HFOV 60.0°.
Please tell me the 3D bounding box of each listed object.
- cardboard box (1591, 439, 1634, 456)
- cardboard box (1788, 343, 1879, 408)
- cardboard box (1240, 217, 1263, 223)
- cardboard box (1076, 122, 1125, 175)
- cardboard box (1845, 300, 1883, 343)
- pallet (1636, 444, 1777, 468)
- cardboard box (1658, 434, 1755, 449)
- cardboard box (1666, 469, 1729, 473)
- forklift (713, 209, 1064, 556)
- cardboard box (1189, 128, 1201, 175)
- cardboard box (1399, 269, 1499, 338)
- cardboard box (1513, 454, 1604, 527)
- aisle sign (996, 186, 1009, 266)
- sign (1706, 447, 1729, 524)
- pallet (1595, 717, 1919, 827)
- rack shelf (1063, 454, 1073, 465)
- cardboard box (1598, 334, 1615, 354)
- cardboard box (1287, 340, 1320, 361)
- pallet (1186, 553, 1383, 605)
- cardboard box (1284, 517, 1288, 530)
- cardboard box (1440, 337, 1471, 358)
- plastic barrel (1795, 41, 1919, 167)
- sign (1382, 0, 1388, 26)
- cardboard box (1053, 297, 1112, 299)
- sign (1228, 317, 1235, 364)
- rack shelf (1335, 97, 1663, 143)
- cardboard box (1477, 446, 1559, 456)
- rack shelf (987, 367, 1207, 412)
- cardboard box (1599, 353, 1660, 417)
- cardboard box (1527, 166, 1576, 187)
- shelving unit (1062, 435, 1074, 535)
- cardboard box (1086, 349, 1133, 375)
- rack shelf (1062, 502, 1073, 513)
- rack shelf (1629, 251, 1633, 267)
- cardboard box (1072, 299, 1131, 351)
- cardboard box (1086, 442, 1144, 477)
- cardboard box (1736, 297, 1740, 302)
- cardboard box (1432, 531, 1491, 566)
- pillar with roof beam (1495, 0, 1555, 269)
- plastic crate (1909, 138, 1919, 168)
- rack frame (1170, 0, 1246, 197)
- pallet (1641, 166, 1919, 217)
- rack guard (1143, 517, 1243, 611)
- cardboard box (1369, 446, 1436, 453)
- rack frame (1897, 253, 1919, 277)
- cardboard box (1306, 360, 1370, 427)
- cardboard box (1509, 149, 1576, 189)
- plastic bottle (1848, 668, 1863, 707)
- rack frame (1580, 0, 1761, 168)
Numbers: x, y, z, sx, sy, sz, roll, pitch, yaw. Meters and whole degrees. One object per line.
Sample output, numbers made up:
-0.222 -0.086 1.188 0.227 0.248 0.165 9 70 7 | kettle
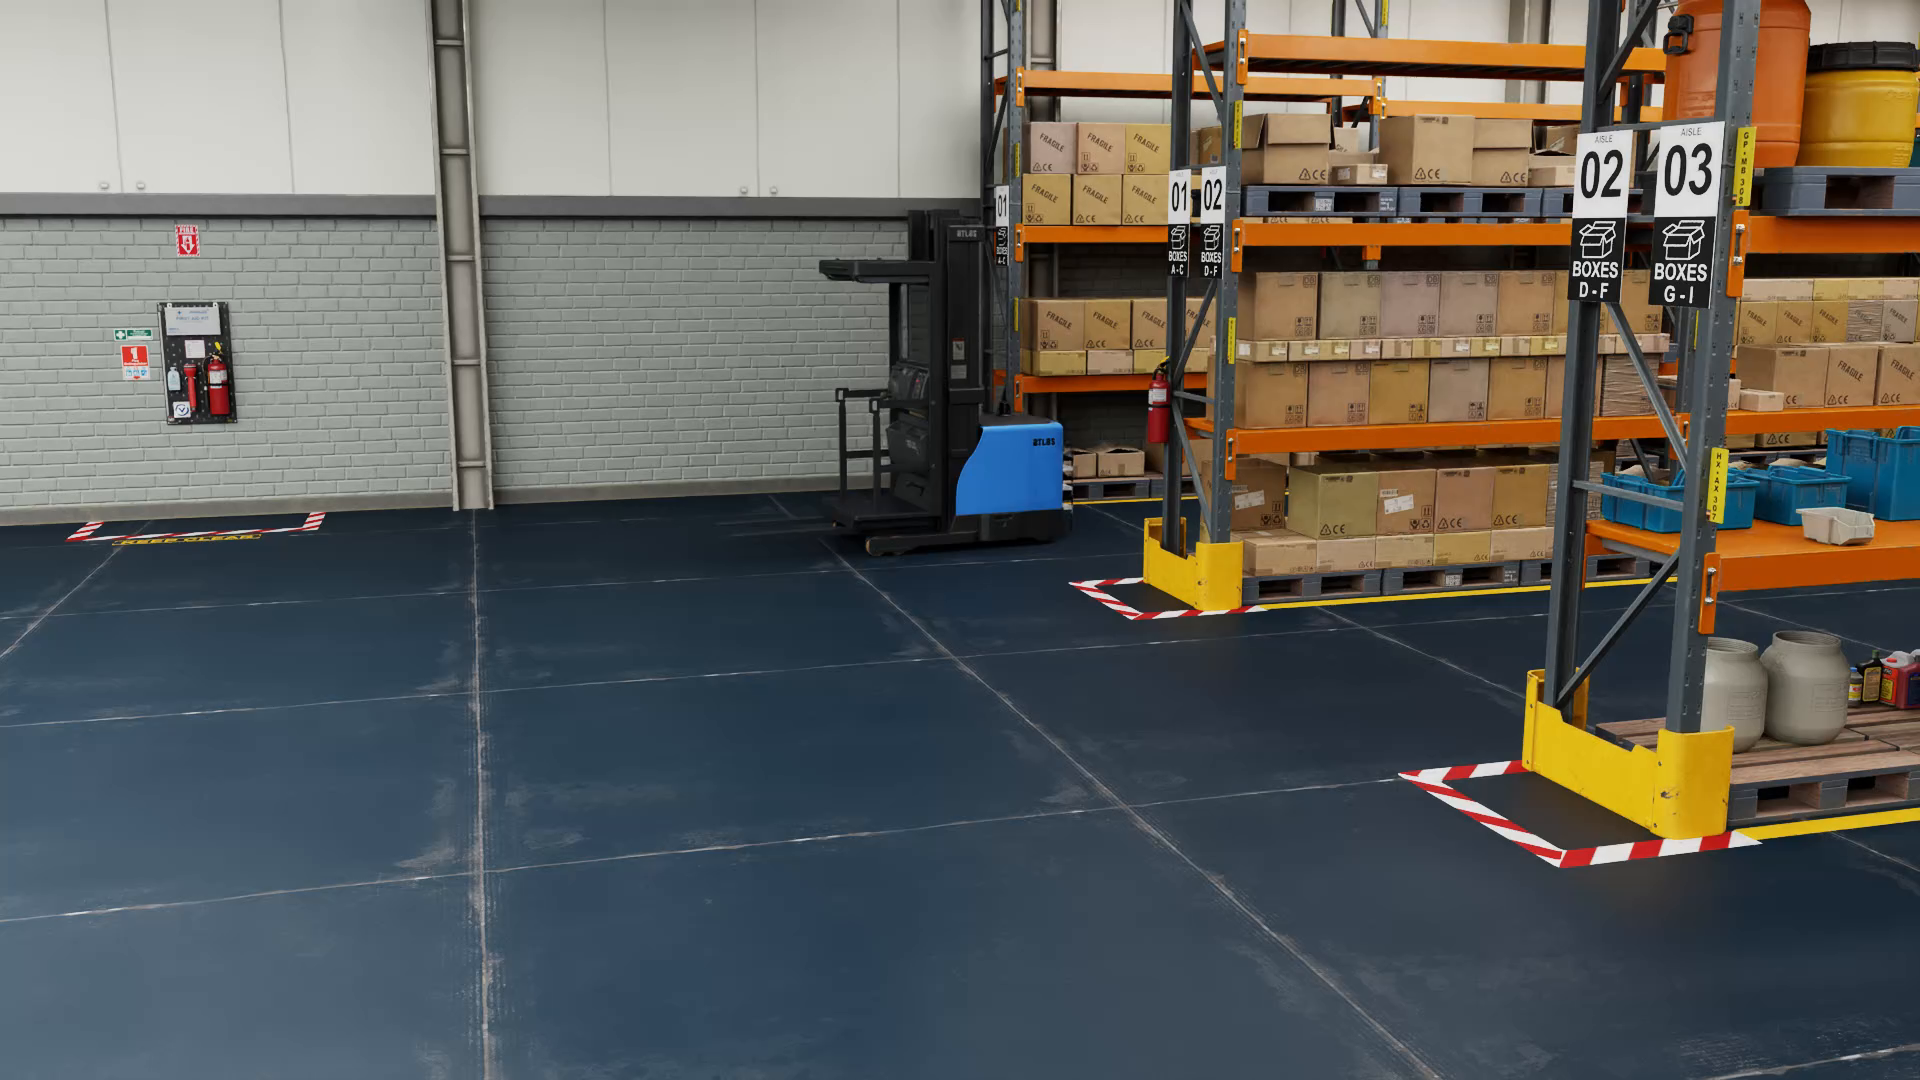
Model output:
7.412 -1.269 19.342 0.500 0.500 0.700 -3 11 -15 | cardboard box
7.365 -1.401 14.095 0.500 0.500 0.500 -3 11 -16 | cardboard box
2.822 -3.532 17.333 0.500 0.500 0.500 -3 11 -18 | cardboard box
1.341 -3.942 16.797 0.500 0.500 0.500 -3 11 -17 | cardboard box
10.585 -2.616 19.820 0.500 0.500 0.500 -3 11 -16 | cardboard box
8.867 -0.983 19.800 1.213 0.211 1.003 -3 11 -16 | pallet
8.832 -1.491 19.637 0.750 0.750 0.750 -3 11 -17 | cardboard box
6.443 -0.492 14.317 0.500 0.311 0.500 -3 11 -14 | cardboard box
-0.639 -1.408 14.598 3.031 2.935 1.130 -4 11 -21 | forklift
2.234 -4.090 17.602 0.500 0.500 0.500 -3 11 -16 | cardboard box
3.767 -1.851 12.958 0.500 0.500 0.700 -3 11 -16 | cardboard box
4.769 -0.402 13.309 0.500 0.500 0.500 -3 11 -16 | cardboard box
0.423 -3.145 16.665 0.004 0.787 0.394 -3 11 -16 | aisle sign
3.327 -0.240 7.303 0.005 0.325 0.100 -3 11 -16 | sign
4.018 1.119 8.384 1.213 0.211 1.003 -3 11 -16 | pallet
0.896 -0.738 15.261 0.200 0.077 0.258 -4 11 -21 | rack shelf
4.947 -1.555 13.141 0.250 0.149 0.380 -3 11 -18 | cardboard box
2.486 -1.426 12.439 0.250 0.149 0.380 -3 11 -17 | cardboard box
2.519 0.264 13.029 1.213 0.211 1.003 -3 11 -16 | pallet
2.705 -0.021 13.313 0.500 0.250 0.500 -3 11 -16 | cardboard box
3.709 -1.490 12.785 0.250 0.149 0.380 -3 11 -15 | cardboard box
4.236 -2.054 7.955 0.600 0.588 0.600 0 10 0 | plastic barrel
4.383 -5.478 17.151 0.005 0.325 0.100 -3 11 -16 | sign
1.287 -2.312 17.607 0.500 0.500 0.500 -3 11 -15 | cardboard box
1.946 -1.429 11.915 0.005 0.325 0.100 -3 11 -16 | sign
6.169 -4.626 18.411 4.000 0.370 1.077 -3 11 -16 | rack shelf
4.626 -0.491 13.793 0.500 0.500 0.500 -3 11 -16 | cardboard box
2.328 -1.670 17.818 4.000 0.370 1.077 -3 11 -16 | rack shelf
5.212 -1.289 13.489 0.500 0.500 0.700 -3 11 -17 | cardboard box
4.555 -2.782 12.737 0.250 0.149 0.380 -3 11 -16 | cardboard box
0.896 -0.505 15.304 0.210 0.900 0.258 -4 11 -21 | shelving unit
1.460 -1.857 17.206 0.500 0.250 0.500 -3 11 -18 | cardboard box
0.896 -0.295 15.343 0.200 0.077 0.258 -4 11 -21 | rack shelf
7.557 -2.486 13.970 4.000 0.370 1.077 -3 11 -16 | rack shelf
1.428 -2.222 17.121 0.500 0.500 0.500 -3 11 -16 | cardboard box
1.645 -0.865 17.669 0.500 0.311 0.500 -2 11 -11 | cardboard box
8.625 -2.881 19.186 0.500 0.250 0.500 -3 11 -15 | cardboard box
3.814 0.020 13.086 0.500 0.250 0.500 -3 11 -16 | cardboard box
7.802 -4.614 15.254 0.400 9.000 9.100 -3 11 -16 | pillar with roof beam
4.924 -1.816 8.387 0.575 0.384 0.392 -3 11 -16 | plastic crate
1.796 -4.012 11.984 0.127 3.000 1.000 -3 11 -16 | rack frame
3.999 -1.607 7.729 1.213 0.211 1.003 -3 11 -16 | pallet
1.773 0.169 12.746 0.348 0.500 1.175 -3 11 -16 | rack guard
4.951 -1.152 18.707 0.500 0.500 0.700 -3 11 -14 | cardboard box
11.930 -2.530 20.502 0.127 3.000 1.000 -3 11 -16 | rack frame
2.751 -1.159 12.783 0.500 0.500 0.700 -3 11 -14 | cardboard box
4.561 -2.964 13.274 0.500 0.311 0.500 -4 11 -19 | cardboard box
4.818 0.791 8.981 0.097 0.201 0.097 0 10 0 | plastic bottle
3.177 -3.150 7.305 0.127 3.000 1.000 -3 11 -16 | rack frame
